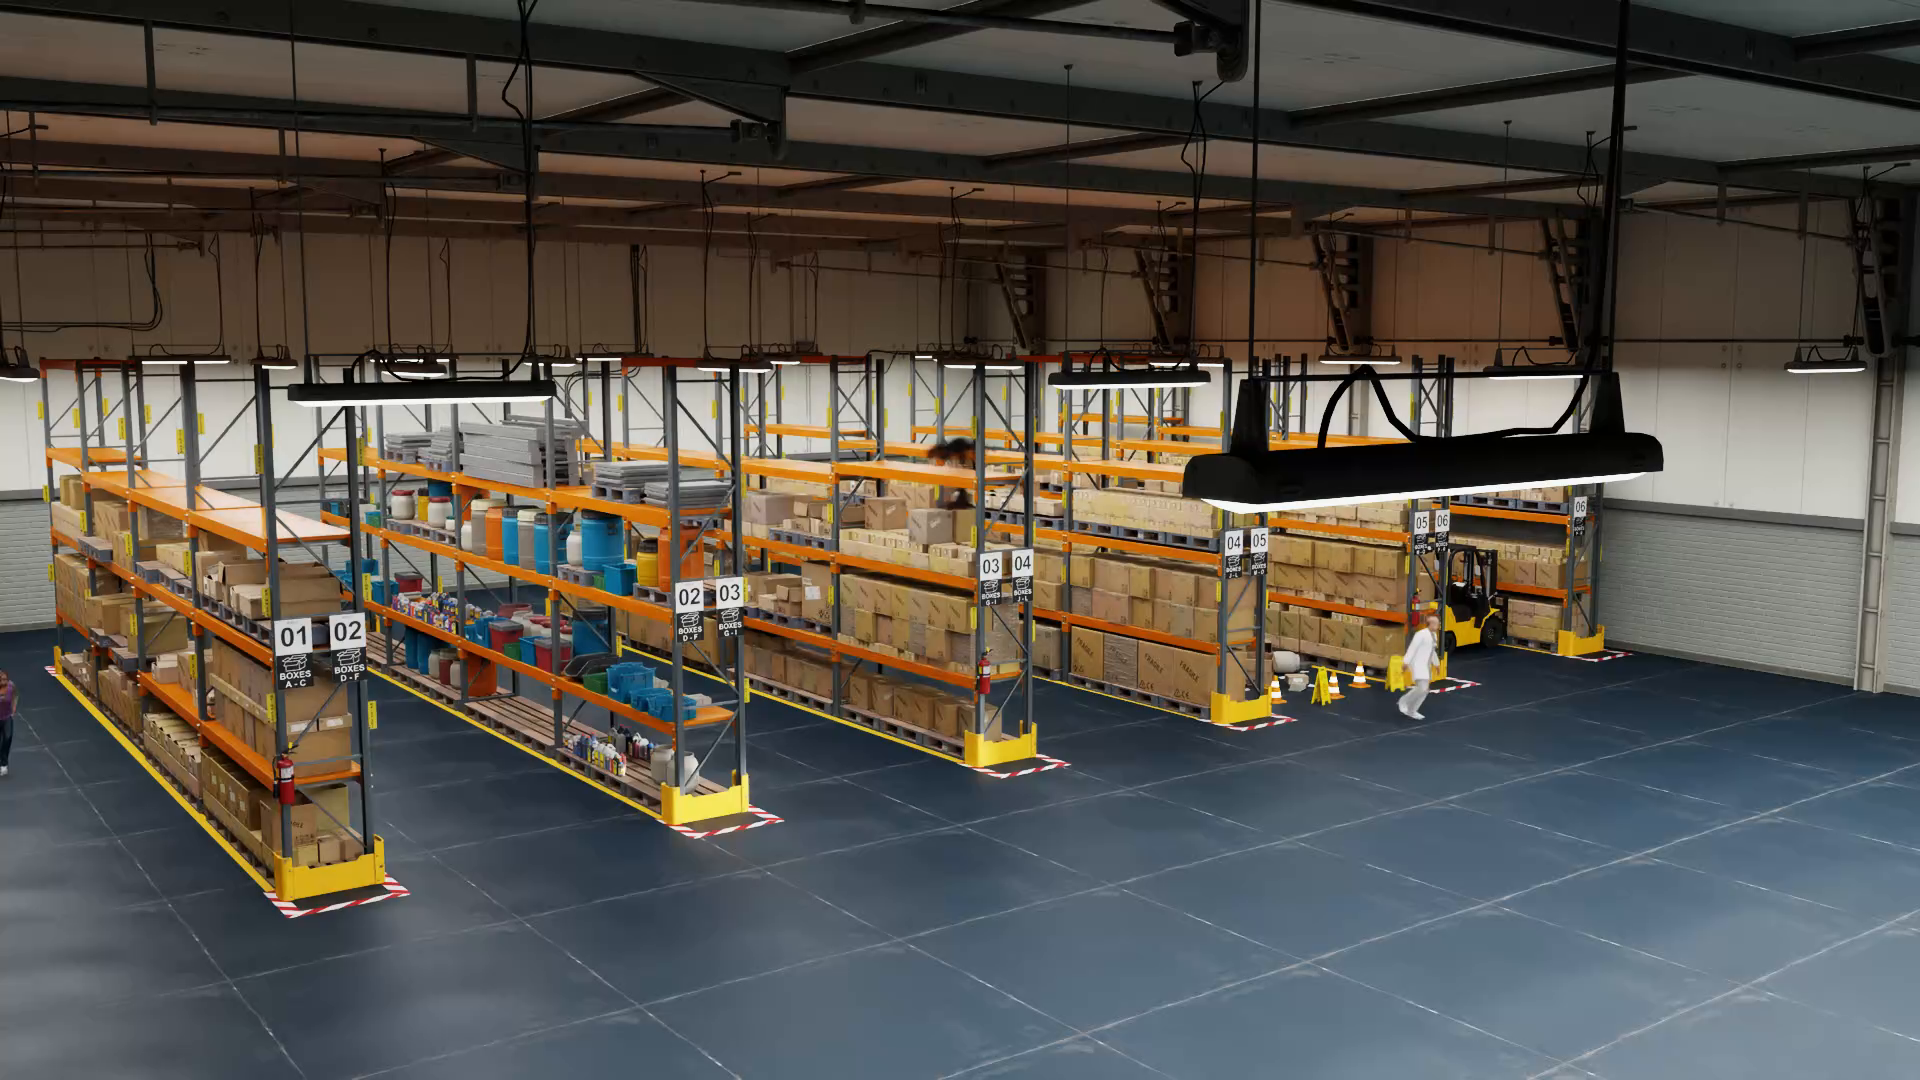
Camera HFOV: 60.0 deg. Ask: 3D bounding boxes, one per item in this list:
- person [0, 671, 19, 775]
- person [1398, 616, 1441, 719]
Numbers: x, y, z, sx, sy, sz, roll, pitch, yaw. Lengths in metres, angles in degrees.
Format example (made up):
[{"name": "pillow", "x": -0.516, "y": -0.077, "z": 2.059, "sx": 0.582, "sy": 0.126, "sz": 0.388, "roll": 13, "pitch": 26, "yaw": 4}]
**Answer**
[{"name": "person", "x": -14.193, "y": 2.653, "z": 24.540, "sx": 0.823, "sy": 1.552, "sz": 0.550, "roll": 6, "pitch": 9, "yaw": 40}, {"name": "person", "x": 7.698, "y": 2.132, "z": 27.900, "sx": 0.591, "sy": 1.748, "sz": 0.731, "roll": 6, "pitch": 9, "yaw": 39}]
